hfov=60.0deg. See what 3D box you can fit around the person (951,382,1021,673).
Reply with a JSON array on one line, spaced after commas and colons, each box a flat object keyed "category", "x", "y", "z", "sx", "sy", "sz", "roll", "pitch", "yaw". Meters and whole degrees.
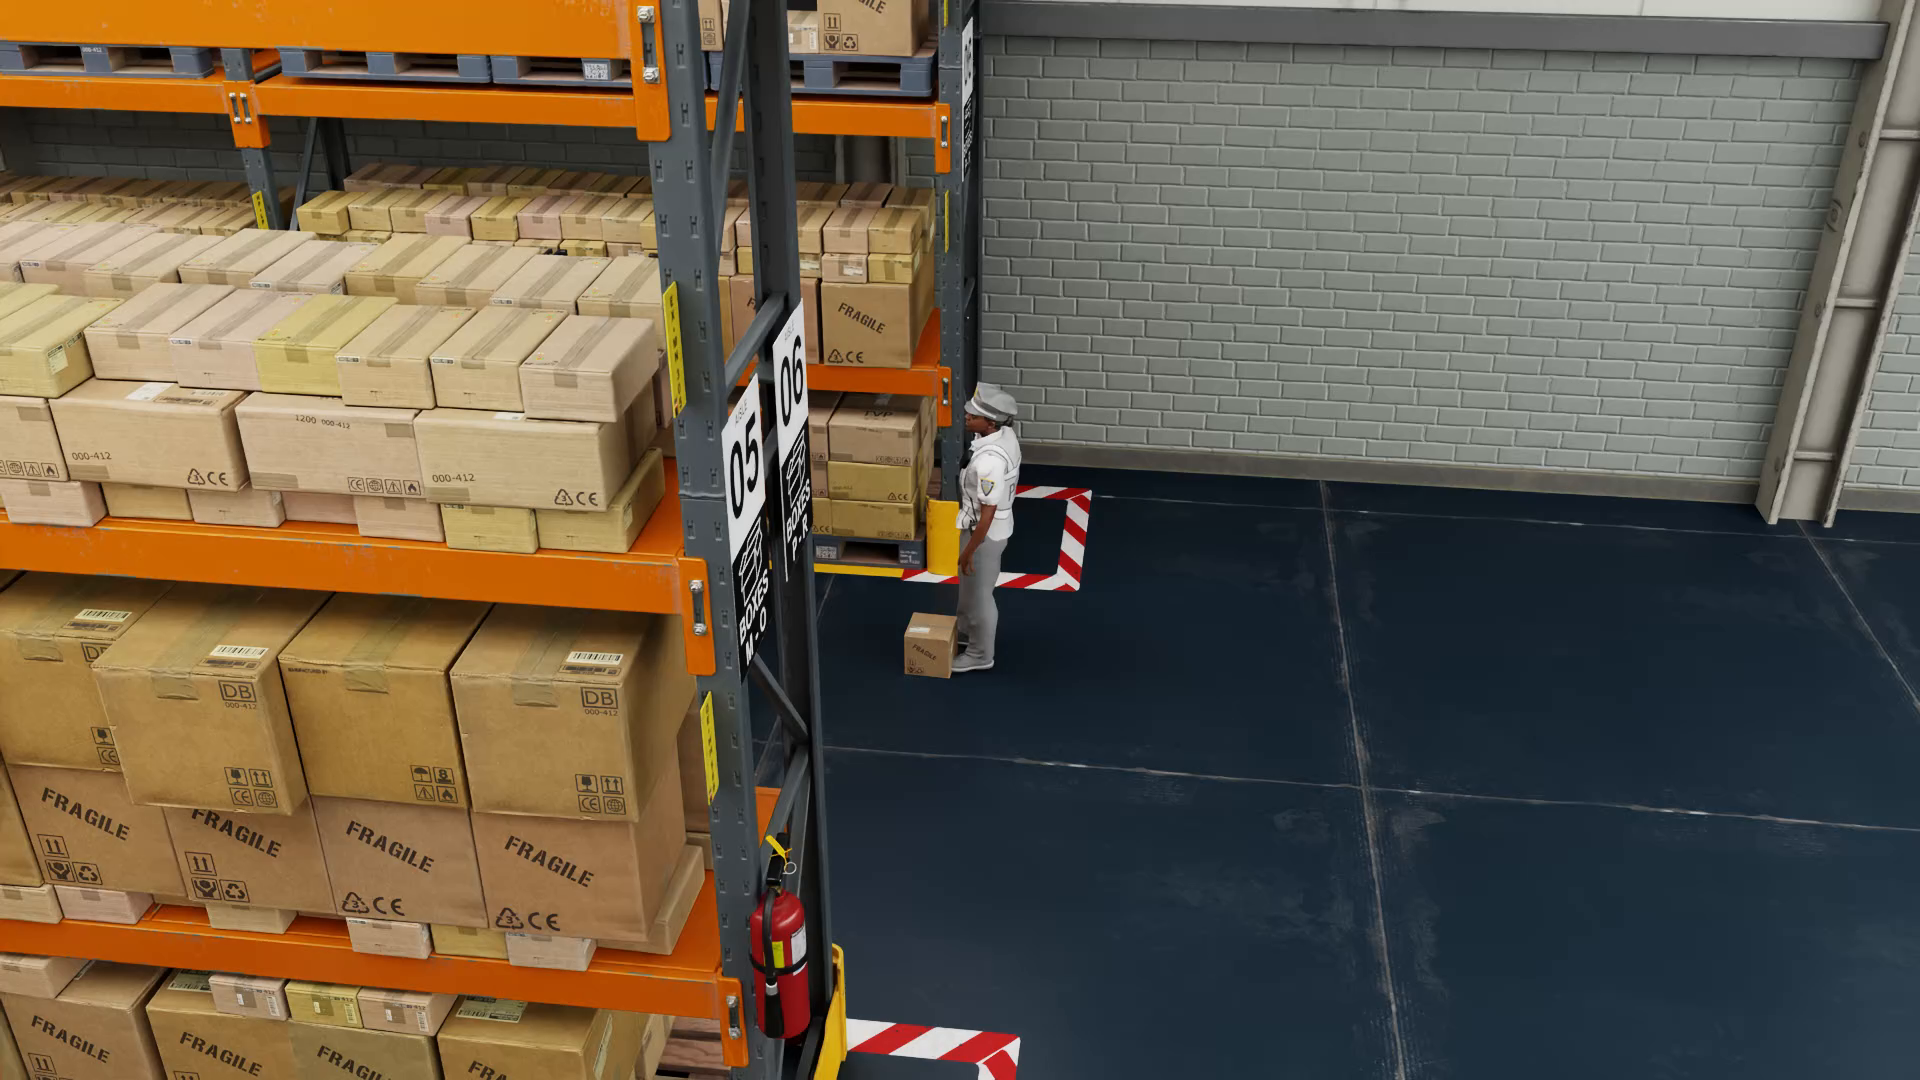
[{"category": "person", "x": 0.051, "y": -0.066, "z": 8.794, "sx": 0.529, "sy": 1.694, "sz": 0.568, "roll": 3, "pitch": 29, "yaw": 6}]
